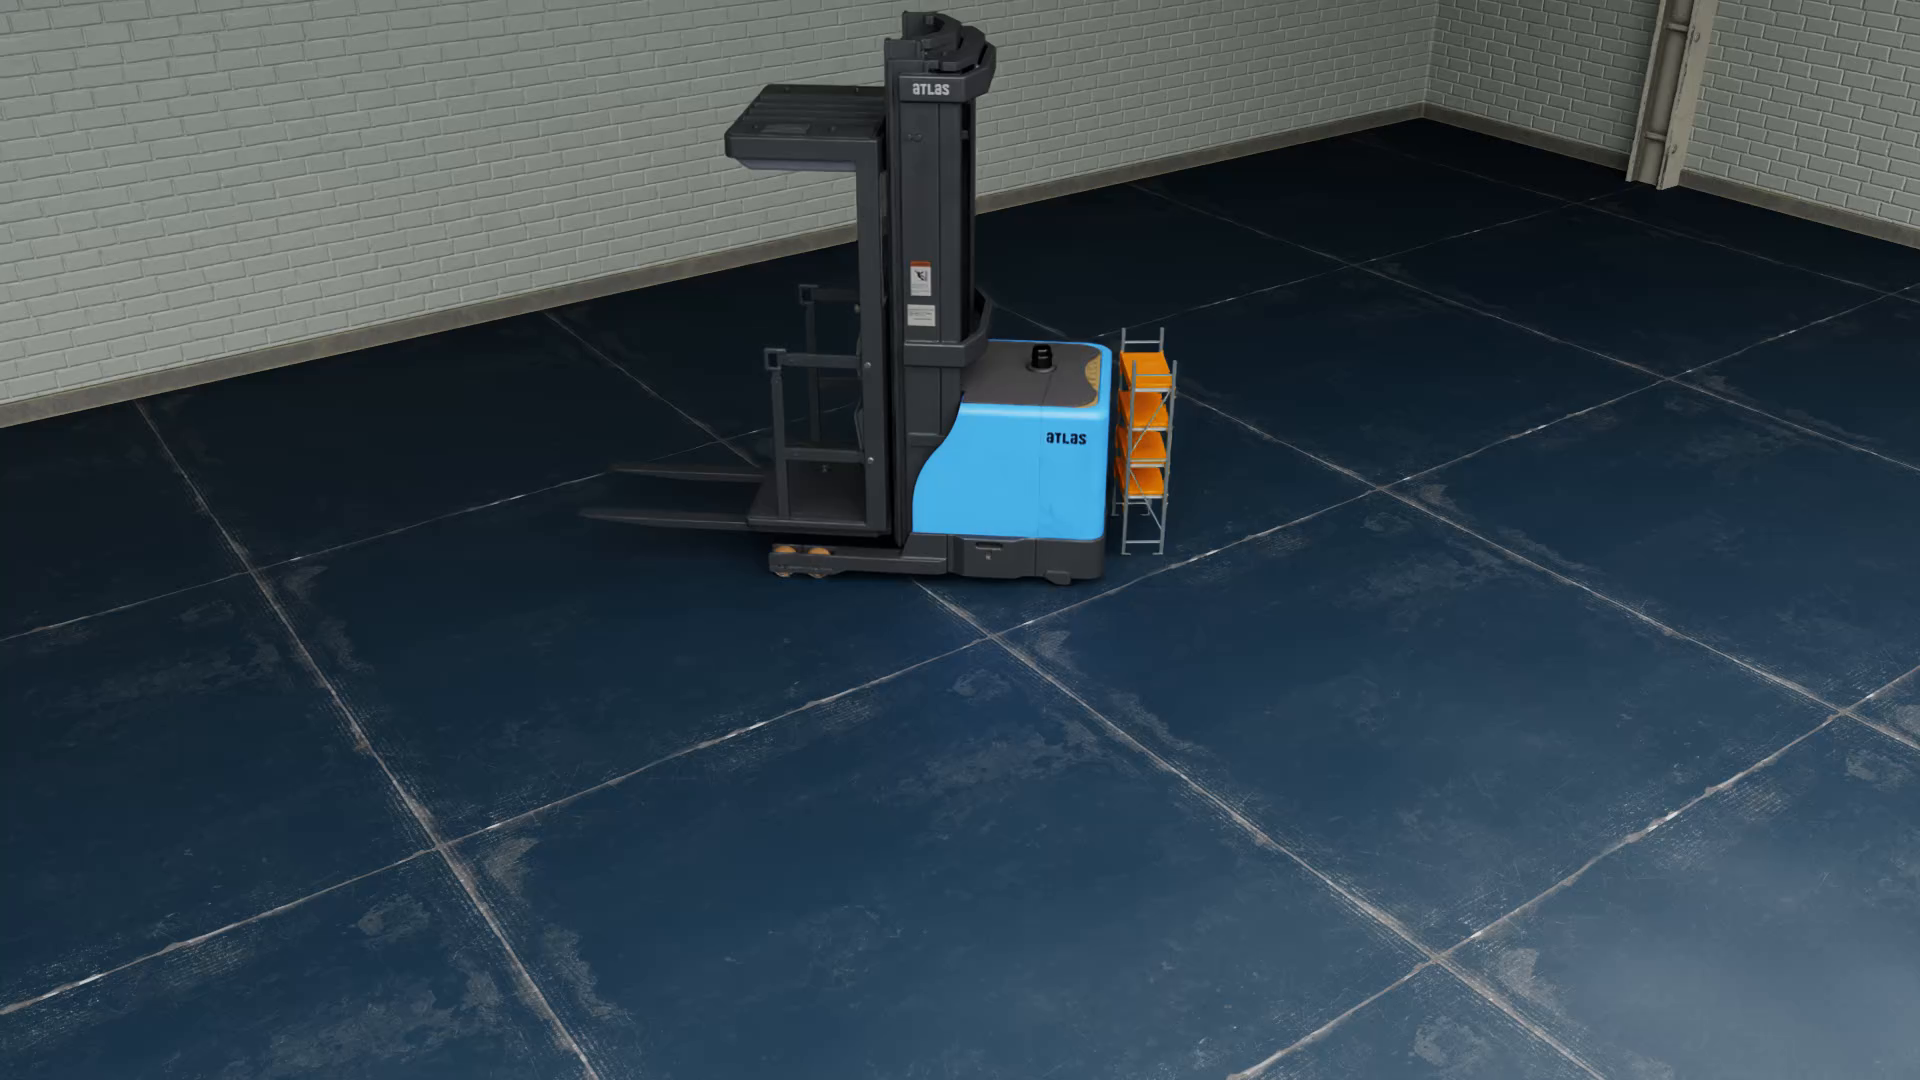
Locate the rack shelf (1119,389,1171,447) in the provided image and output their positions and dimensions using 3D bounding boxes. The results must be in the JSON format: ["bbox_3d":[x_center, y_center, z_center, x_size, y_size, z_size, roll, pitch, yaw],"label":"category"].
[{"bbox_3d":[1.047,-0.696,9.447,0.258,0.148,0.480,1,29,1],"label":"rack shelf"}]

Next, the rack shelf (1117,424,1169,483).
[{"bbox_3d":[1.047,-0.500,9.554,0.258,0.148,0.480,1,29,1],"label":"rack shelf"}]

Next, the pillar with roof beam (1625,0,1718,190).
[{"bbox_3d":[3.213,-6.235,11.801,9.100,9.000,0.400,-19,34,-31],"label":"pillar with roof beam"}]

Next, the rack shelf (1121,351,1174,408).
[{"bbox_3d":[1.047,-0.904,9.334,0.258,0.148,0.480,1,29,1],"label":"rack shelf"}]

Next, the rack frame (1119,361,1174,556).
[{"bbox_3d":[1.041,-0.442,9.307,0.240,1.200,0.015,1,29,1],"label":"rack frame"}]

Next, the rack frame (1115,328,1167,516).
[{"bbox_3d":[1.054,-0.675,9.736,0.240,1.200,0.015,1,29,1],"label":"rack frame"}]

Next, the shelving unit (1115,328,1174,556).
[{"bbox_3d":[1.047,-0.559,9.522,0.258,1.200,0.503,1,29,1],"label":"shelving unit"}]

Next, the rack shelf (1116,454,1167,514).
[{"bbox_3d":[1.047,-0.325,9.648,0.258,0.148,0.480,1,29,1],"label":"rack shelf"}]

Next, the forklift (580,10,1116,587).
[{"bbox_3d":[-0.656,-1.337,9.140,3.031,2.935,1.130,4,29,7],"label":"forklift"}]
